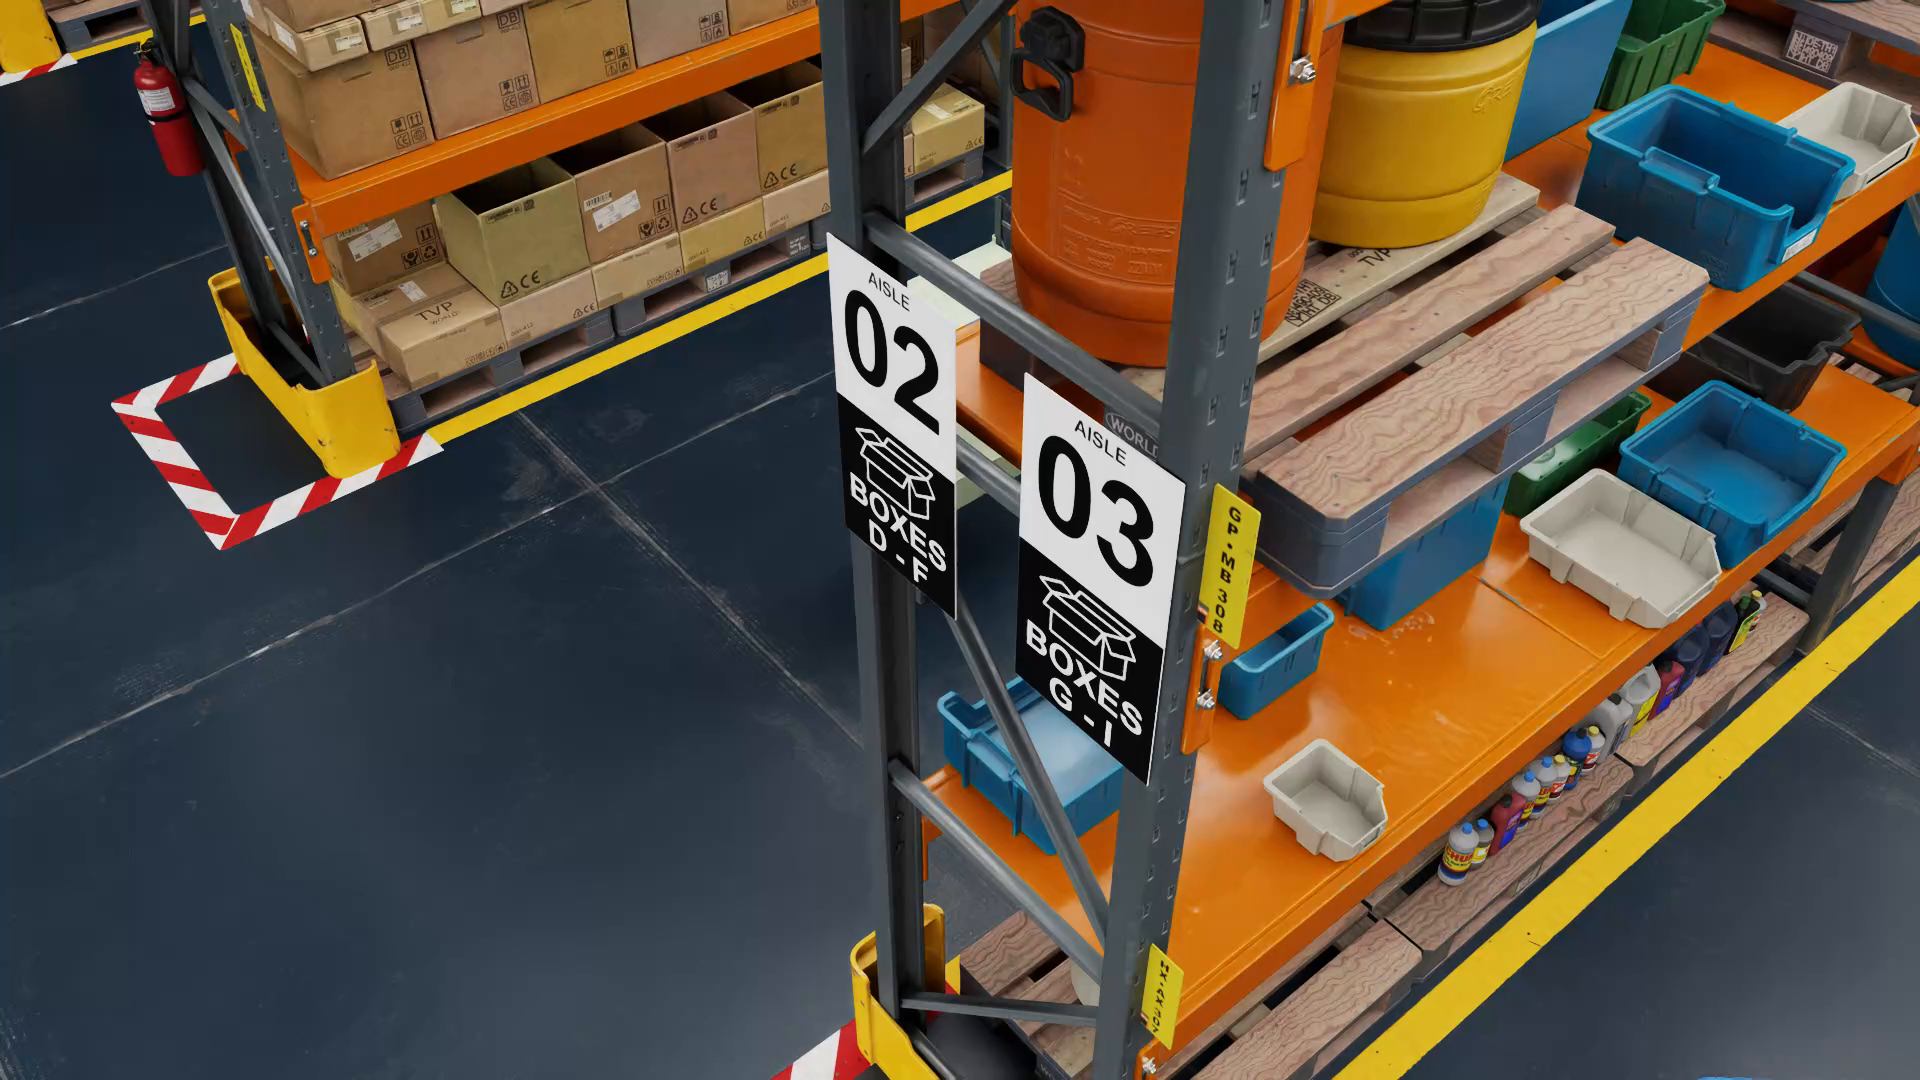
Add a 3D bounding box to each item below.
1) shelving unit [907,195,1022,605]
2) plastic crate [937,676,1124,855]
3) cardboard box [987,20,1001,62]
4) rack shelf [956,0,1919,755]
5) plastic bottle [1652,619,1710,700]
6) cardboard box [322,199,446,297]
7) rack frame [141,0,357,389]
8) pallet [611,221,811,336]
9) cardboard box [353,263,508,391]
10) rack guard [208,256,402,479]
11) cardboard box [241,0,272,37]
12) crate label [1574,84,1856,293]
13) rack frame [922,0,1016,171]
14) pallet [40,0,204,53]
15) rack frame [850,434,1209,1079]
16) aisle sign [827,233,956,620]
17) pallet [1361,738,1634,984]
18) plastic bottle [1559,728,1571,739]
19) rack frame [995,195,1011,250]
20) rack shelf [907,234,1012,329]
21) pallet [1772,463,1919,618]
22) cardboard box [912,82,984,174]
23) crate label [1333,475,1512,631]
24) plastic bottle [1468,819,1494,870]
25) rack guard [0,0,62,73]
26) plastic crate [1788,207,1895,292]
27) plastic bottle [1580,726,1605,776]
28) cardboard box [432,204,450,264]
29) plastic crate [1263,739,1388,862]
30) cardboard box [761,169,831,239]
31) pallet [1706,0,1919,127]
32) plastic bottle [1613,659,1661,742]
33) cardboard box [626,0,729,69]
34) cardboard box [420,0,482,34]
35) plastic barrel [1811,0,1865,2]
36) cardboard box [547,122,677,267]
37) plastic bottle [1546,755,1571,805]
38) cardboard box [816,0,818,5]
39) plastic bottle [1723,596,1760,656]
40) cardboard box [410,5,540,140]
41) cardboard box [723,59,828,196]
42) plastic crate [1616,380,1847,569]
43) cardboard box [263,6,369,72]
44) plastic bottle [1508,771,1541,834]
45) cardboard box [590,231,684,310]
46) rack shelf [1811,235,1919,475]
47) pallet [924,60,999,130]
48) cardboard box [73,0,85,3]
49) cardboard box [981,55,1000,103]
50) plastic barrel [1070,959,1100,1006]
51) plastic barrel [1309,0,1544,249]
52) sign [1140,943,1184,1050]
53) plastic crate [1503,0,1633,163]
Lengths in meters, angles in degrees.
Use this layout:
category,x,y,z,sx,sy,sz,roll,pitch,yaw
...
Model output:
category,x,y,z,sx,sy,sz,roll,pitch,yaw
shelving unit,-0.005,-0.544,6.787,0.755,1.500,0.431,-30,51,-28
plastic crate,0.302,0.533,4.654,0.616,0.251,0.499,-30,51,-28
cardboard box,0.480,-2.910,9.503,0.500,0.311,0.500,-30,51,-28
rack shelf,1.644,-0.854,4.356,4.000,0.370,1.077,-30,51,-28
plastic bottle,2.722,0.422,6.277,0.185,0.351,0.144,-32,52,-30
cardboard box,-2.845,-1.563,7.931,0.500,0.500,0.500,-30,51,-28
rack frame,-3.065,-1.747,6.973,0.127,3.000,1.000,-30,51,-28
pallet,-1.570,-1.622,8.876,1.213,0.211,1.003,-30,51,-28
cardboard box,-2.511,-1.017,7.897,0.500,0.250,0.500,-30,51,-28
rack guard,-3.083,-0.826,7.817,0.348,0.500,1.175,-30,51,-28
cardboard box,-2.894,-2.288,7.002,0.250,0.149,0.380,-31,51,-28
crate label,1.758,-0.832,3.916,0.408,0.251,0.502,-30,51,-28
rack frame,0.003,-3.504,8.844,0.127,3.000,1.000,-30,51,-28
pallet,-5.542,-3.702,11.091,1.213,0.211,1.003,-30,51,-28
rack frame,0.110,0.855,4.202,0.127,3.000,1.000,-30,51,-28
aisle sign,-0.136,-0.217,3.444,0.004,0.787,0.394,-30,51,-28
pallet,1.700,0.927,6.163,1.213,0.211,1.003,-30,51,-28
plastic bottle,2.278,0.602,6.134,0.133,0.283,0.061,-30,51,-28
rack frame,0.276,-0.705,6.958,0.023,1.500,0.400,-30,51,-28
rack shelf,-0.005,-0.828,6.520,0.720,0.370,0.431,-30,51,-28
pallet,3.756,-0.250,7.416,1.213,0.211,1.003,-30,51,-28
cardboard box,-0.212,-2.337,9.302,0.500,0.250,0.500,-30,51,-28
crate label,1.348,-0.108,5.202,0.616,0.435,0.502,-30,51,-28
plastic bottle,1.780,1.037,5.731,0.097,0.201,0.097,0,43,0
rack guard,-6.188,-3.469,10.632,0.348,0.500,1.175,-30,51,-28
plastic crate,3.353,-1.298,6.448,0.583,0.464,0.402,-30,51,-28
plastic bottle,2.274,0.754,6.032,0.097,0.201,0.097,0,43,0
cardboard box,-2.467,-1.515,8.427,0.500,0.250,0.500,-30,51,-28
plastic crate,1.003,0.727,4.531,0.250,0.136,0.298,-30,51,-28
cardboard box,-0.976,-1.895,8.832,0.500,0.250,0.500,-30,51,-28
pallet,2.688,-1.558,4.718,1.003,0.211,1.213,-30,51,-28
plastic bottle,2.474,0.564,6.125,0.185,0.351,0.144,-30,51,-28
cardboard box,-1.513,-2.663,7.875,0.500,0.500,0.700,-28,50,-27
cardboard box,-2.233,-2.306,7.021,0.250,0.149,0.380,-30,51,-28
plastic barrel,2.346,-1.950,4.325,0.708,0.901,0.600,-30,51,-28
cardboard box,-1.753,-1.737,8.116,0.500,0.500,0.500,-30,51,-28
plastic bottle,2.116,0.844,5.936,0.097,0.201,0.097,0,43,0
cardboard box,-0.734,-3.107,8.348,0.500,0.500,0.700,-30,51,-28
plastic bottle,3.021,0.313,6.442,0.133,0.283,0.061,-27,50,-26
cardboard box,-2.299,-2.215,7.398,0.500,0.500,0.700,-28,50,-27
cardboard box,-0.984,-2.175,8.582,0.500,0.500,0.500,-30,51,-28
plastic crate,2.504,-0.219,5.454,0.616,0.251,0.499,-30,51,-28
cardboard box,-2.626,-2.079,6.780,0.250,0.149,0.380,-30,51,-28
plastic bottle,1.964,0.906,5.819,0.097,0.271,0.097,0,43,0
cardboard box,-1.746,-1.458,8.366,0.500,0.250,0.500,-30,51,-28
rack shelf,4.712,-1.518,7.254,4.000,0.370,1.077,-30,51,-28
pallet,0.543,-2.832,10.165,1.213,0.211,1.003,-30,51,-28
cardboard box,-5.658,-3.784,10.784,0.500,0.311,0.500,33,52,30
cardboard box,0.472,-2.702,9.691,0.500,0.250,0.500,-31,51,-29
plastic barrel,0.566,1.280,5.260,0.421,0.512,0.421,0,43,0
plastic barrel,0.903,-1.027,3.571,0.600,0.588,0.600,0,43,0
sign,0.460,1.045,3.797,0.005,0.325,0.100,-30,51,-28
plastic crate,1.380,-1.228,4.240,0.575,0.384,0.392,-30,51,-28
